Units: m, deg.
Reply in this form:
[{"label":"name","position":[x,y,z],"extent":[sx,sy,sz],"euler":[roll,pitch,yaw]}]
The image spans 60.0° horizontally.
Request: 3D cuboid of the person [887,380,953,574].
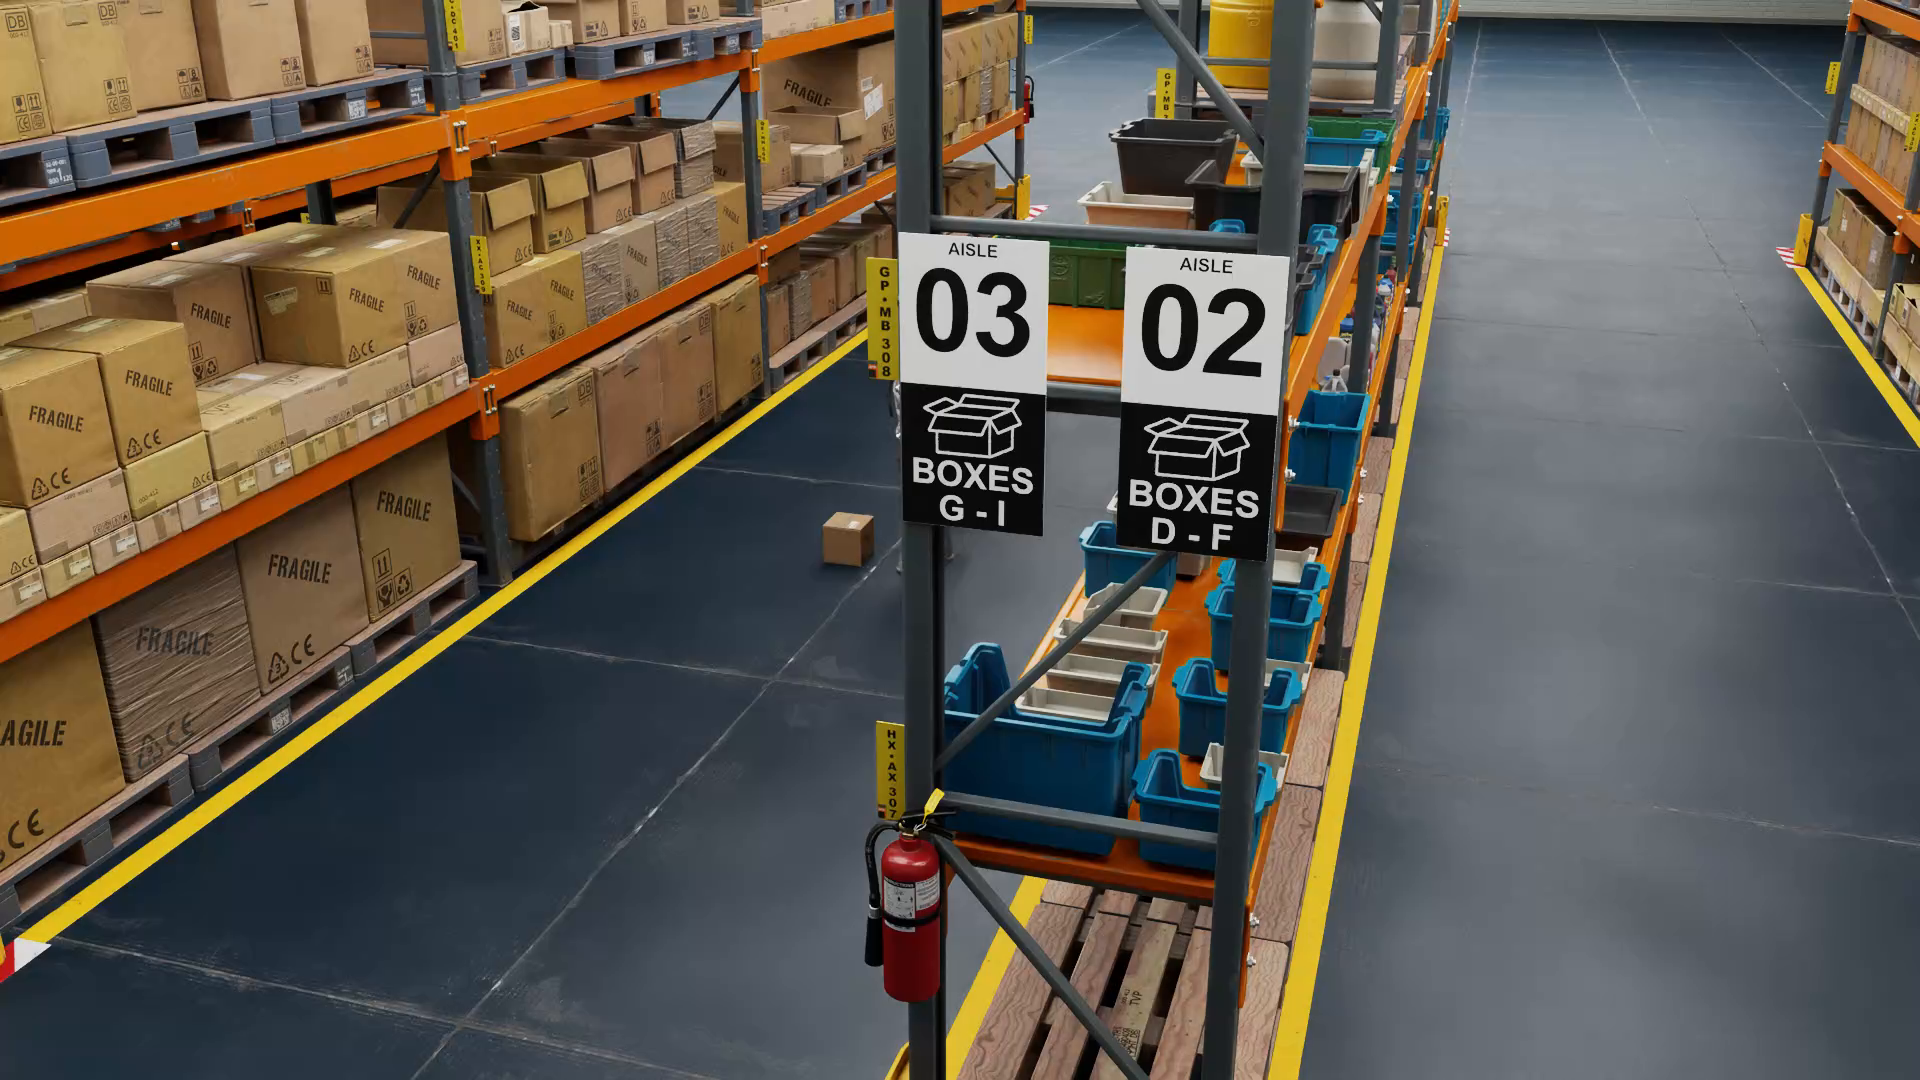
[{"label":"person","position":[-0.234,-0.601,10.059],"extent":[0.340,1.679,0.436],"euler":[7,23,17]}]
